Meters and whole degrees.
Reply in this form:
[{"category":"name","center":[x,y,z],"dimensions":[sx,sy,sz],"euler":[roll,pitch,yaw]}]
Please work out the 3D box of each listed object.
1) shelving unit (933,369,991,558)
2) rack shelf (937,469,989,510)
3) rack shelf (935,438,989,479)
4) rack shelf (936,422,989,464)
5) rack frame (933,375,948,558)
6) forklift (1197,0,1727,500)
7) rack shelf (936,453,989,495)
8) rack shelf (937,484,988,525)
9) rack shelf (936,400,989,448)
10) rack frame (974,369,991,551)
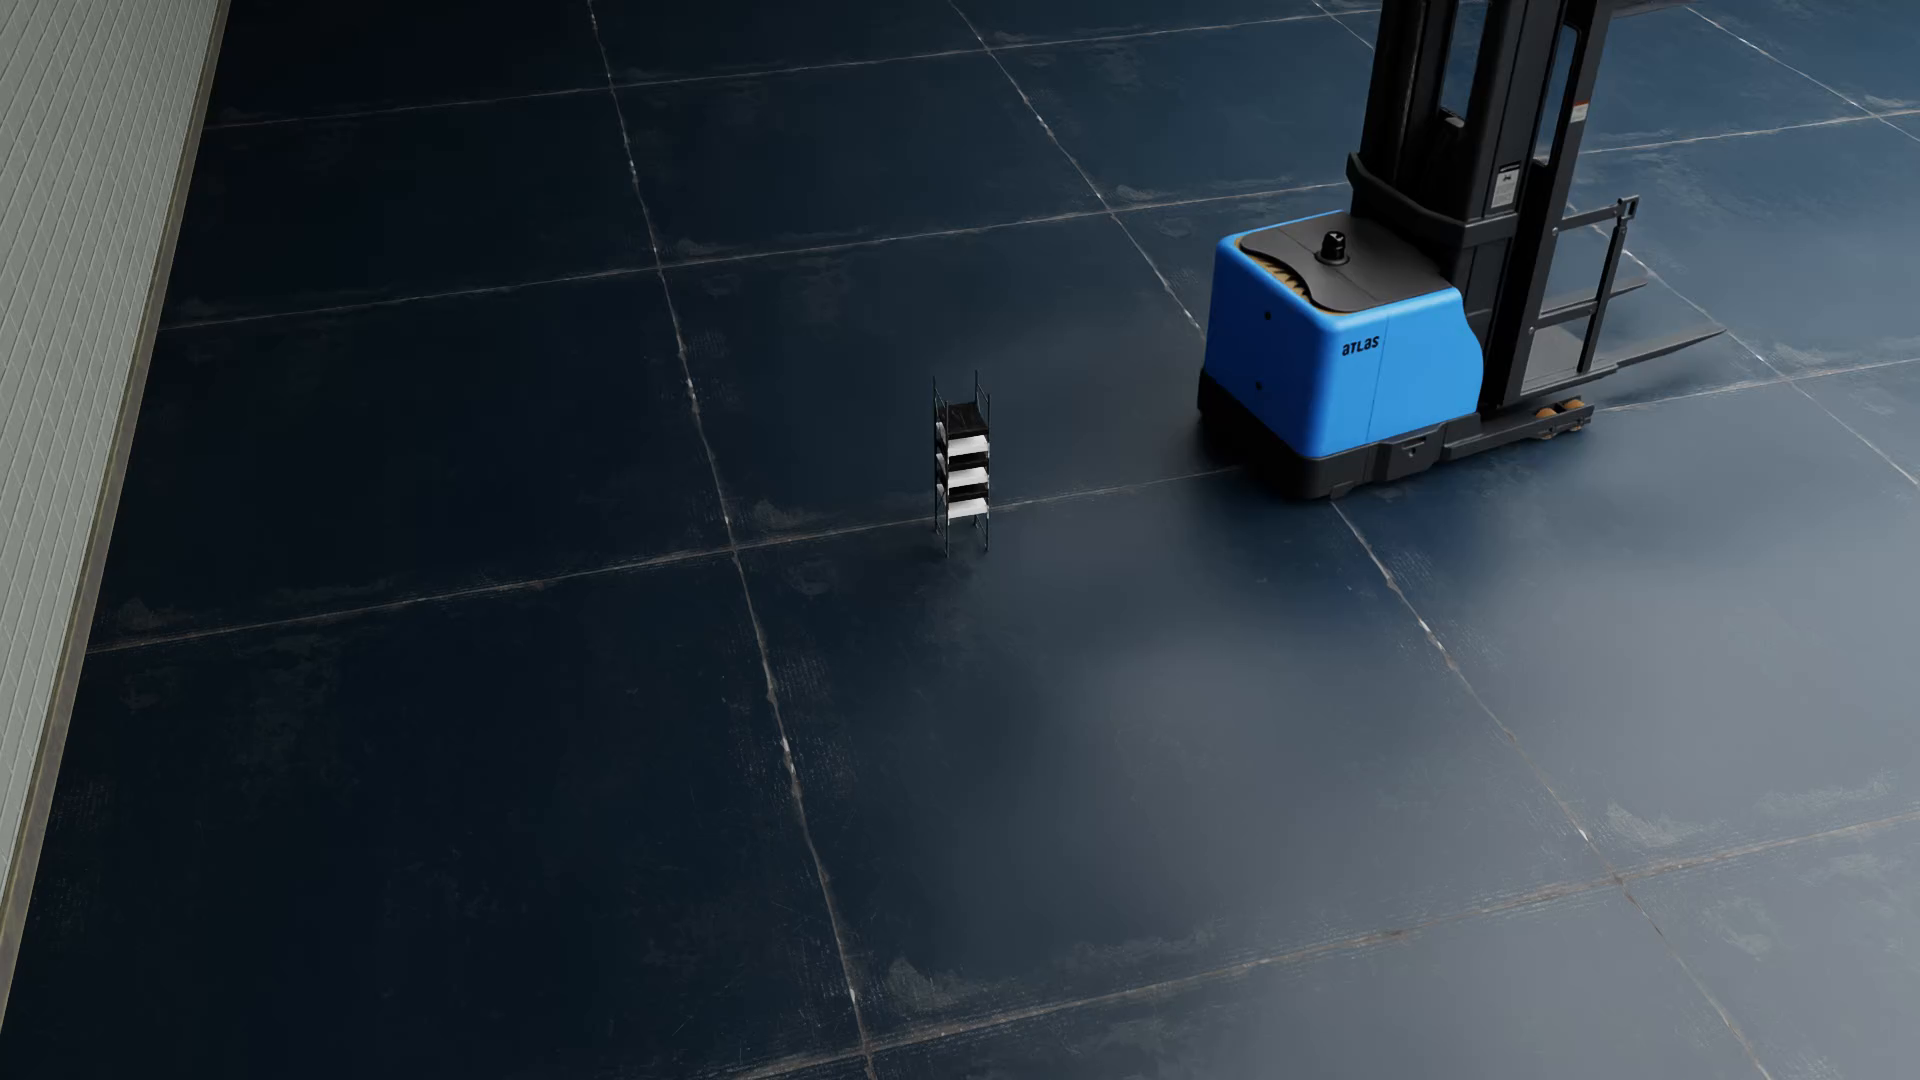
[{"category":"shelving unit","center":[0.008,-0.359,7.958],"dimensions":[0.210,0.900,0.258],"euler":[-9,38,-12]},{"category":"rack shelf","center":[0.008,-0.261,8.033],"dimensions":[0.200,0.077,0.258],"euler":[-9,38,-12]},{"category":"rack shelf","center":[0.008,-0.404,7.923],"dimensions":[0.200,0.077,0.258],"euler":[-9,38,-12]},{"category":"rack shelf","center":[0.008,-0.475,7.869],"dimensions":[0.200,0.077,0.258],"euler":[-9,38,-12]},{"category":"rack frame","center":[-0.090,-0.343,7.937],"dimensions":[0.006,0.900,0.240],"euler":[-9,38,-12]},{"category":"forklift","center":[2.849,-1.977,8.401],"dimensions":[3.031,2.935,1.130],"euler":[-16,40,-20]},{"category":"rack shelf","center":[0.008,-0.332,7.978],"dimensions":[0.200,0.077,0.258],"euler":[-9,38,-12]},{"category":"rack shelf","center":[0.008,-0.189,8.087],"dimensions":[0.200,0.077,0.258],"euler":[-9,38,-12]},{"category":"rack shelf","center":[0.008,-0.547,7.814],"dimensions":[0.200,0.077,0.258],"euler":[-9,38,-12]},{"category":"rack frame","center":[0.106,-0.375,7.979],"dimensions":[0.006,0.900,0.240],"euler":[-9,38,-12]}]
